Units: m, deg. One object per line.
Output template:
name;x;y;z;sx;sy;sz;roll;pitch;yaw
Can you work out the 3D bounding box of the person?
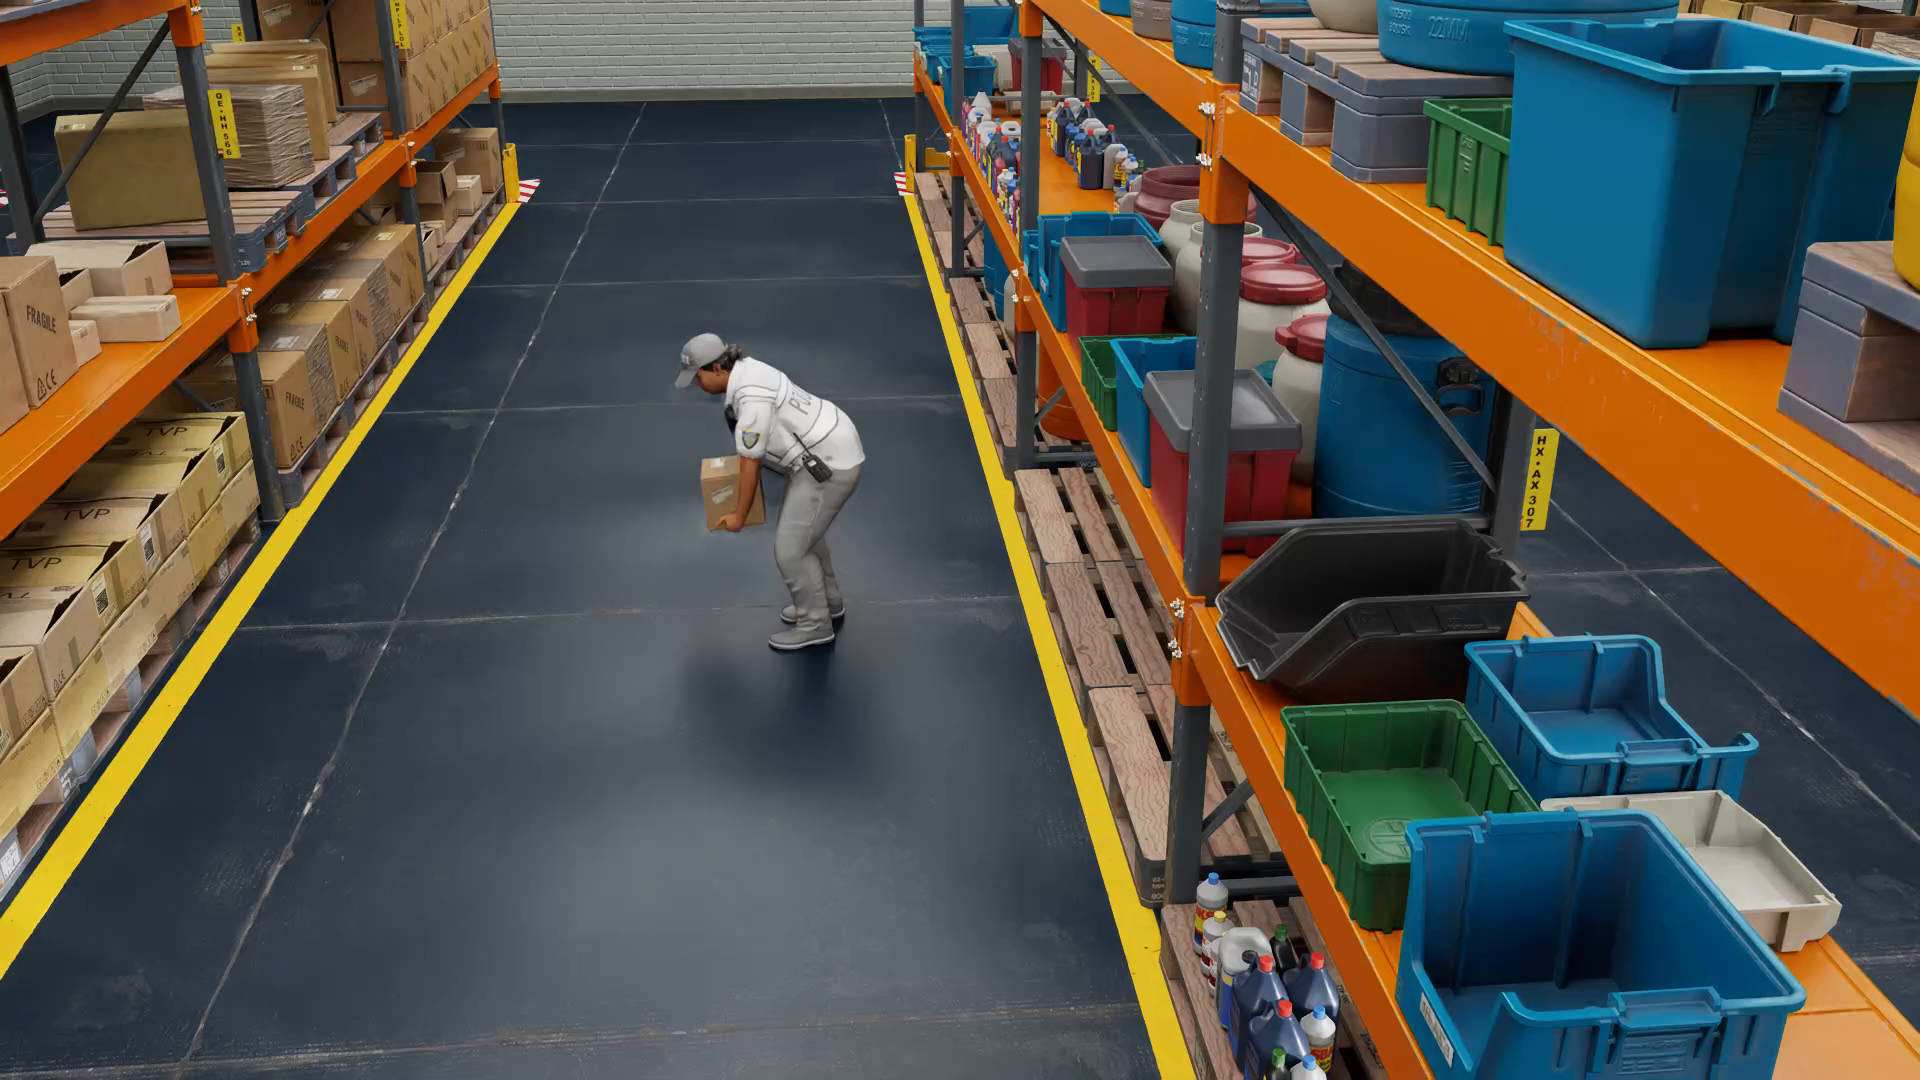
person;-0.824;-0.229;7.393;0.809;1.449;0.461;-3;24;-6
